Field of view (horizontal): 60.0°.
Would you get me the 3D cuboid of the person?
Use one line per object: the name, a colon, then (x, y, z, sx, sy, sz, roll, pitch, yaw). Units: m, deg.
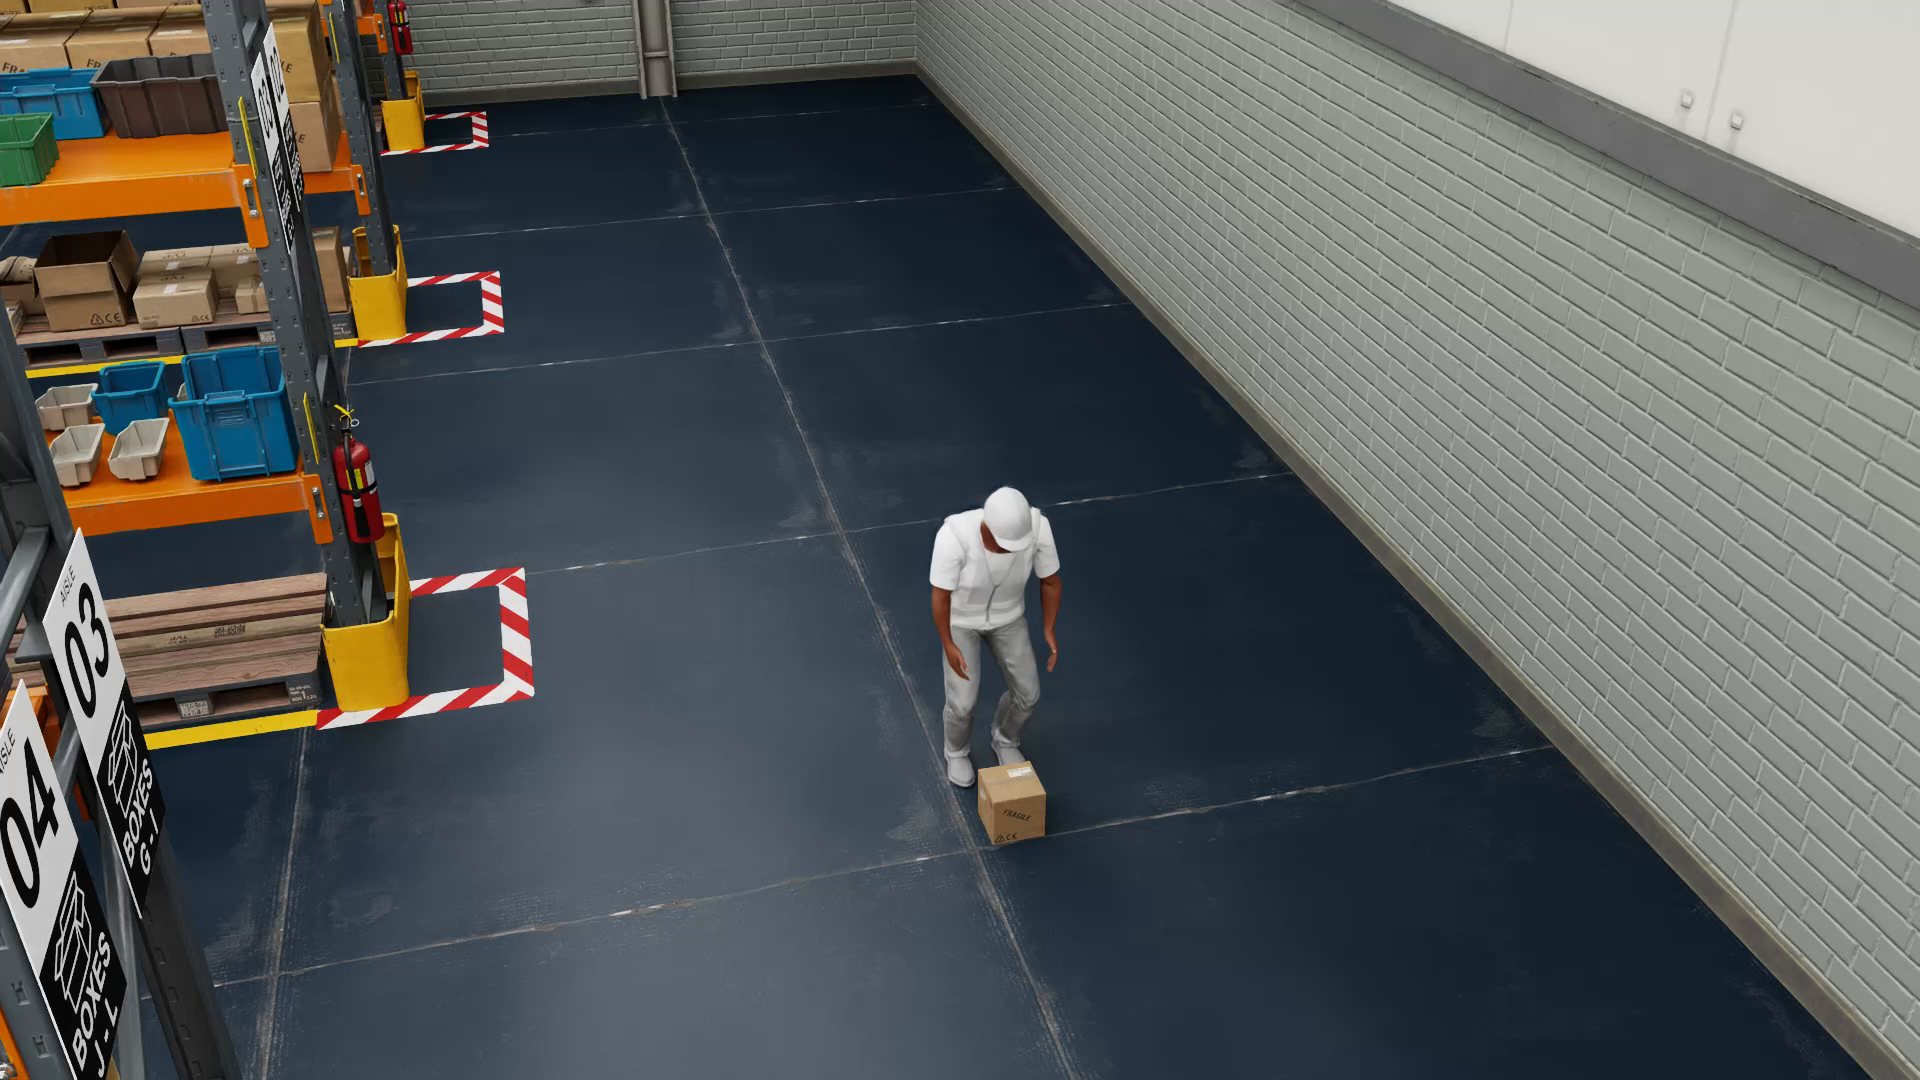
person: (0.160, 0.401, 7.679, 0.616, 1.614, 0.599, -7, 31, -12)
